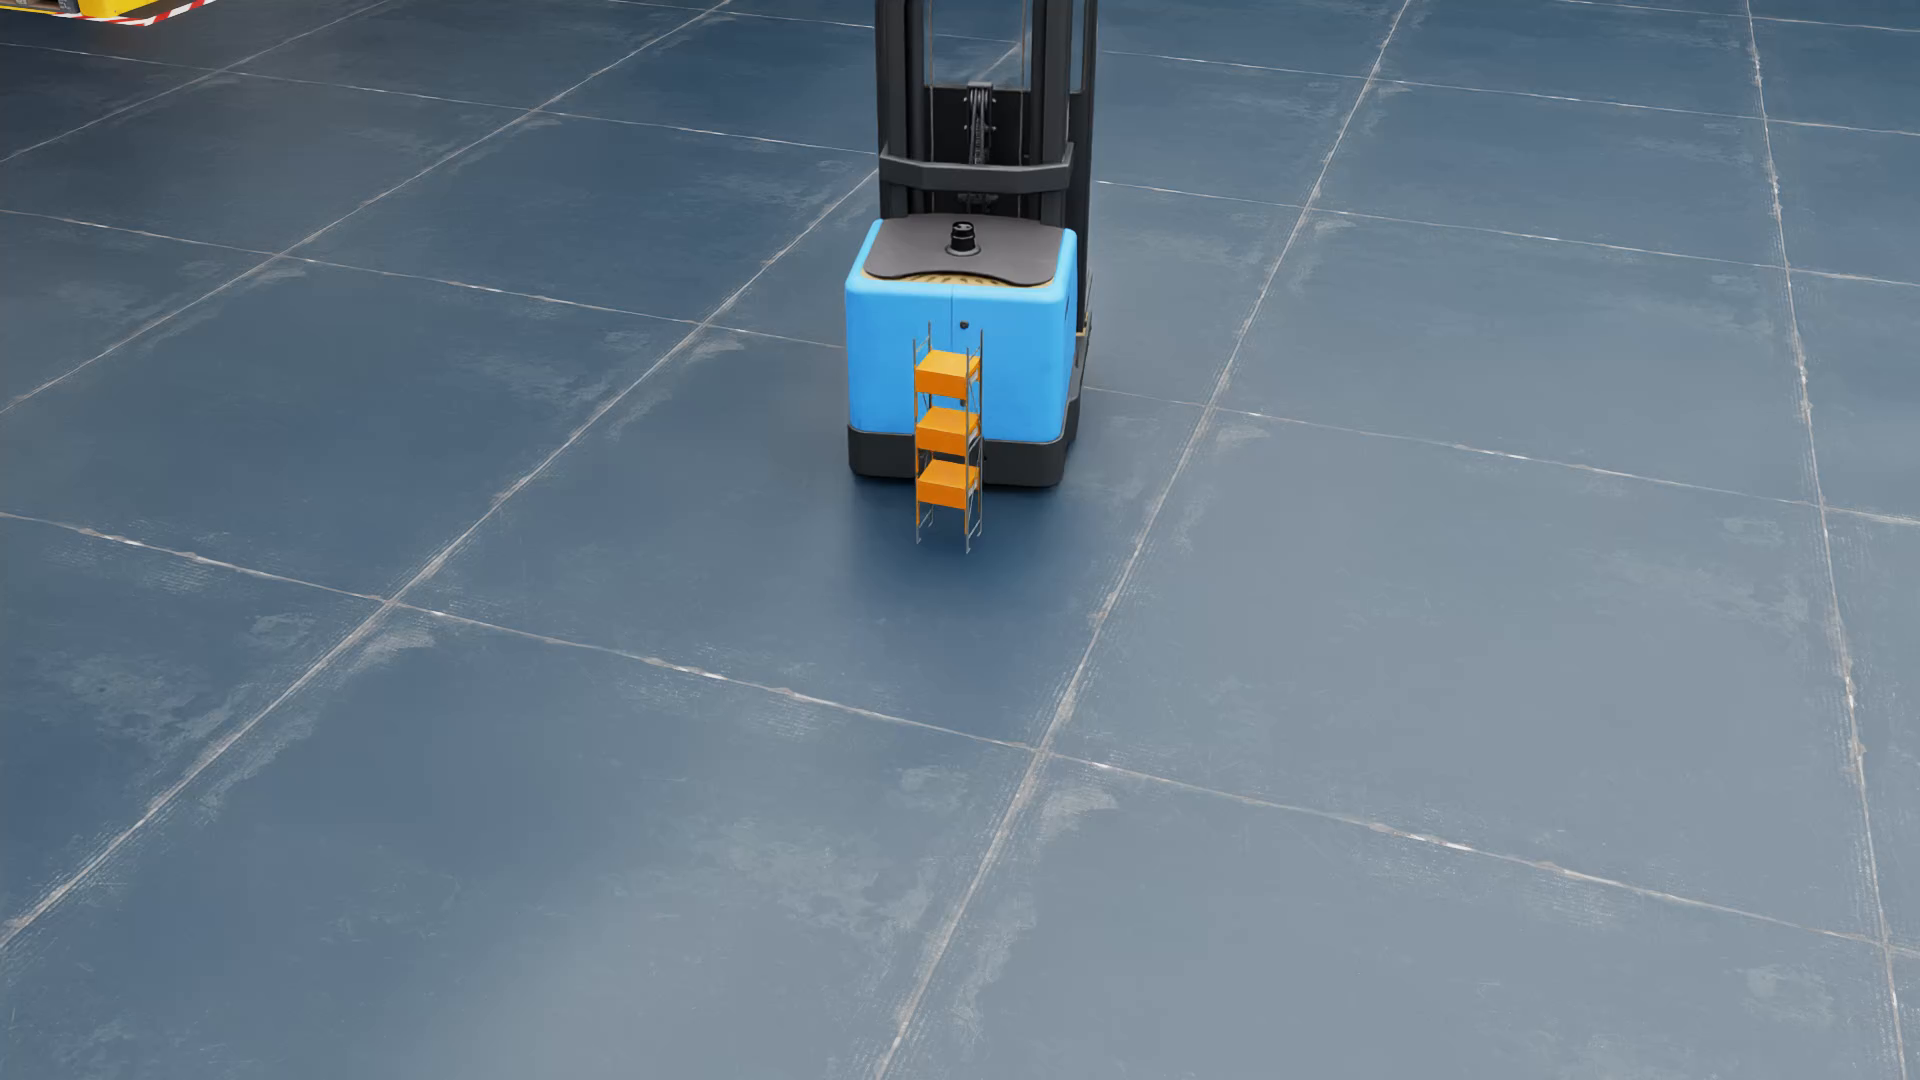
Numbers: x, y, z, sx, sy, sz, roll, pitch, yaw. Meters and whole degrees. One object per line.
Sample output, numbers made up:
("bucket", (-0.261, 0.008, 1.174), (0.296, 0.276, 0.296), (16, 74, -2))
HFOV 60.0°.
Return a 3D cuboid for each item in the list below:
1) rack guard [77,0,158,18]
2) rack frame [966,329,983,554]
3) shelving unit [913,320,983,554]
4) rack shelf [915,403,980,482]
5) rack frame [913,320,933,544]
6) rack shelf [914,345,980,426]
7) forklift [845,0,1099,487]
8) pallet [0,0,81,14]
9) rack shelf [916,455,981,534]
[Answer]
("rack guard", (-7.681, -5.262, 15.439), (0.348, 0.500, 1.175), (11, 34, 16))
("rack frame", (0.064, -0.429, 7.446), (0.008, 1.050, 0.200), (11, 34, 16))
("shelving unit", (-0.050, -0.451, 7.480), (0.252, 1.050, 0.215), (11, 34, 16))
("rack shelf", (-0.050, -0.442, 7.486), (0.240, 0.259, 0.215), (11, 34, 16))
("rack frame", (-0.165, -0.473, 7.515), (0.008, 1.050, 0.200), (11, 34, 16))
("rack shelf", (-0.050, -0.680, 7.332), (0.240, 0.259, 0.215), (11, 34, 16))
("forklift", (0.160, -2.271, 8.565), (1.130, 2.935, 3.031), (4, 33, 6))
("pallet", (-8.482, -5.252, 15.689), (1.213, 0.211, 1.003), (11, 34, 16))
("rack shelf", (-0.050, -0.208, 7.637), (0.240, 0.259, 0.215), (11, 34, 16))
